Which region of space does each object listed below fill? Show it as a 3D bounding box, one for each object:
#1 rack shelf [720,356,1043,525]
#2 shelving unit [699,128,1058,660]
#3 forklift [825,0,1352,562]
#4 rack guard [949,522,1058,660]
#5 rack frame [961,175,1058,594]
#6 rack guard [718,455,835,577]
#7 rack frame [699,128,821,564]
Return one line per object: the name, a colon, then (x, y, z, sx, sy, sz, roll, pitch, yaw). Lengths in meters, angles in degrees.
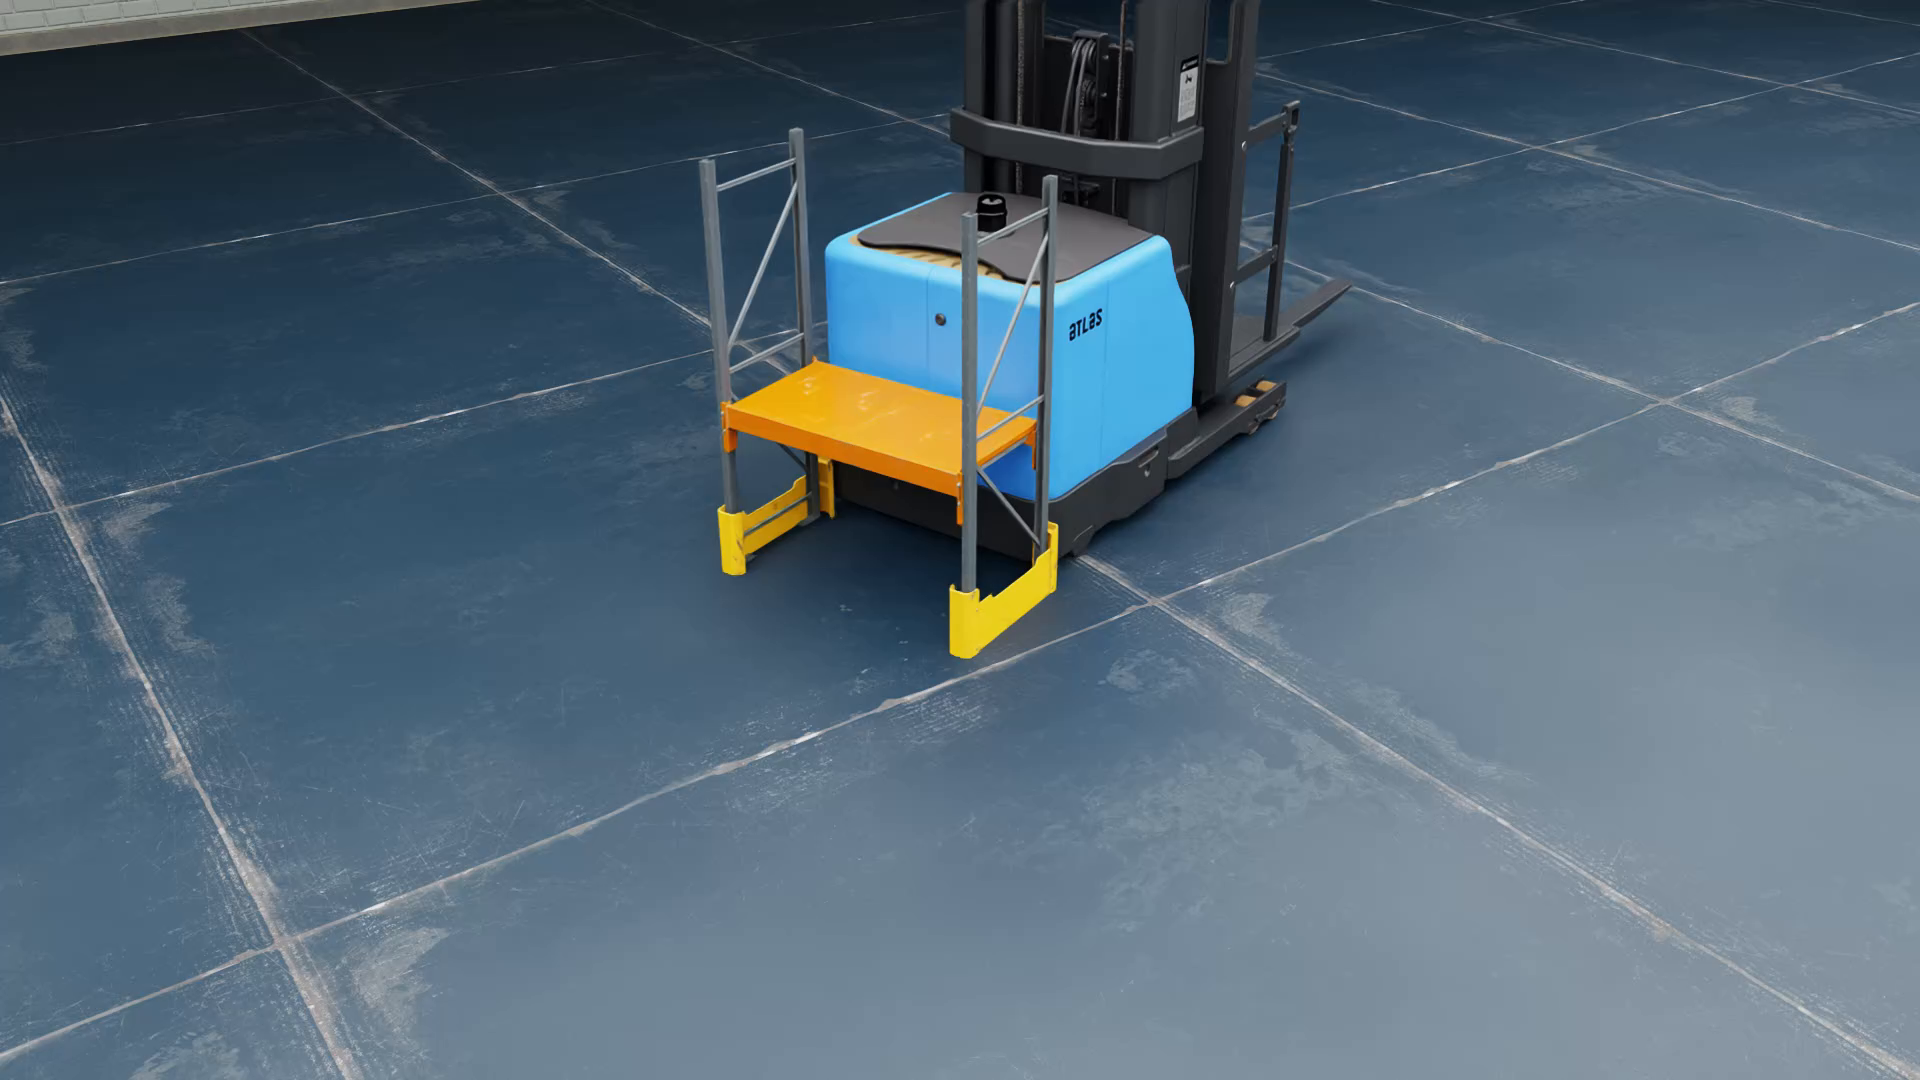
rack shelf: (-0.267, -0.362, 5.722, 1.000, 0.185, 0.538, 18, 33, 29)
shelving unit: (-0.259, -0.518, 5.632, 1.083, 1.500, 0.587, 18, 33, 29)
forklift: (0.760, -1.857, 6.599, 1.130, 2.935, 3.031, 19, 34, 31)
rack guard: (0.154, 0.164, 5.687, 0.087, 0.250, 0.587, 18, 33, 29)
rack frame: (0.156, -0.385, 5.388, 0.032, 1.500, 0.500, 18, 33, 29)
rack guard: (-0.673, -0.101, 6.174, 0.087, 0.250, 0.587, 18, 33, 29)
rack frame: (-0.689, -0.655, 5.885, 0.032, 1.500, 0.500, 18, 33, 29)
